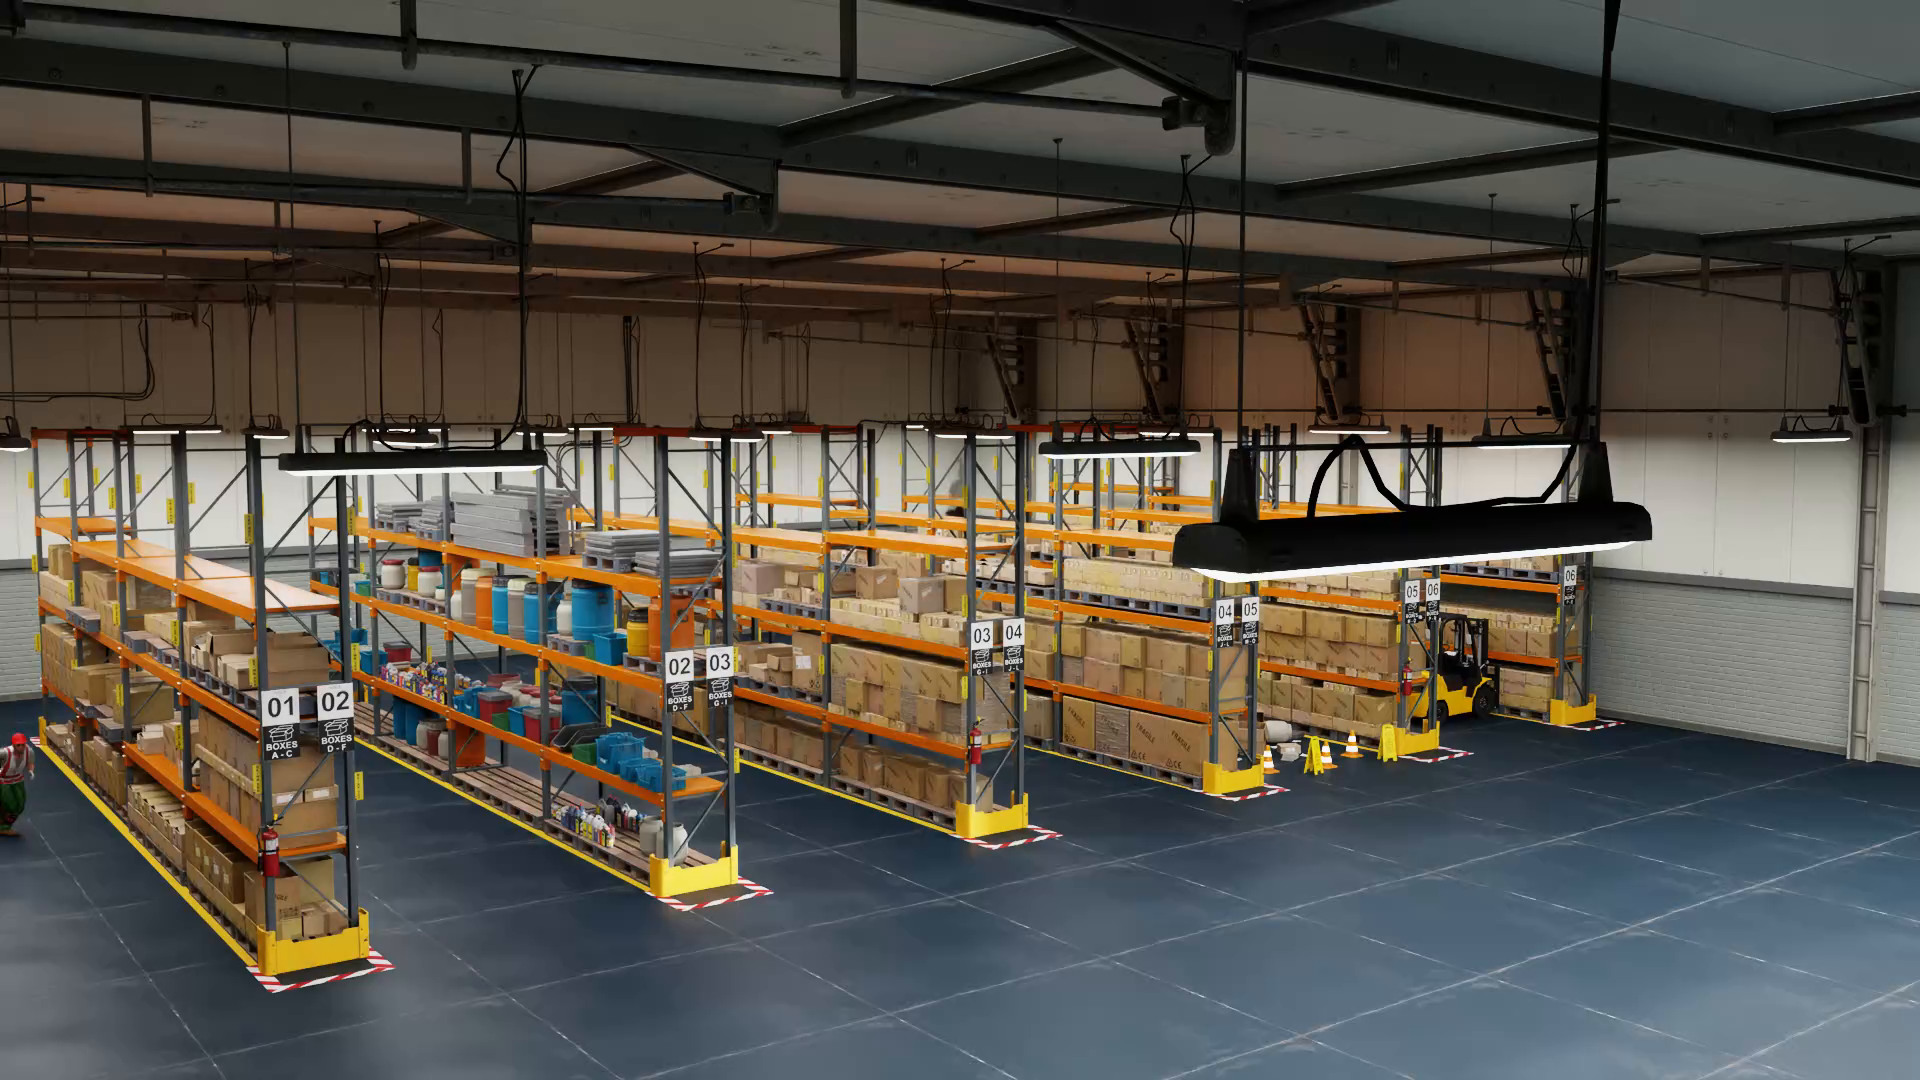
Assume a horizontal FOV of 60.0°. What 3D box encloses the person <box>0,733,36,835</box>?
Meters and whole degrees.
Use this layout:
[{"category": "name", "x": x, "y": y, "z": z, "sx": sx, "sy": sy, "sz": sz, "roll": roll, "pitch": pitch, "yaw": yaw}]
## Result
[{"category": "person", "x": -14.026, "y": 3.615, "z": 24.539, "sx": 0.832, "sy": 1.586, "sz": 0.692, "roll": 3, "pitch": 5, "yaw": 34}]
